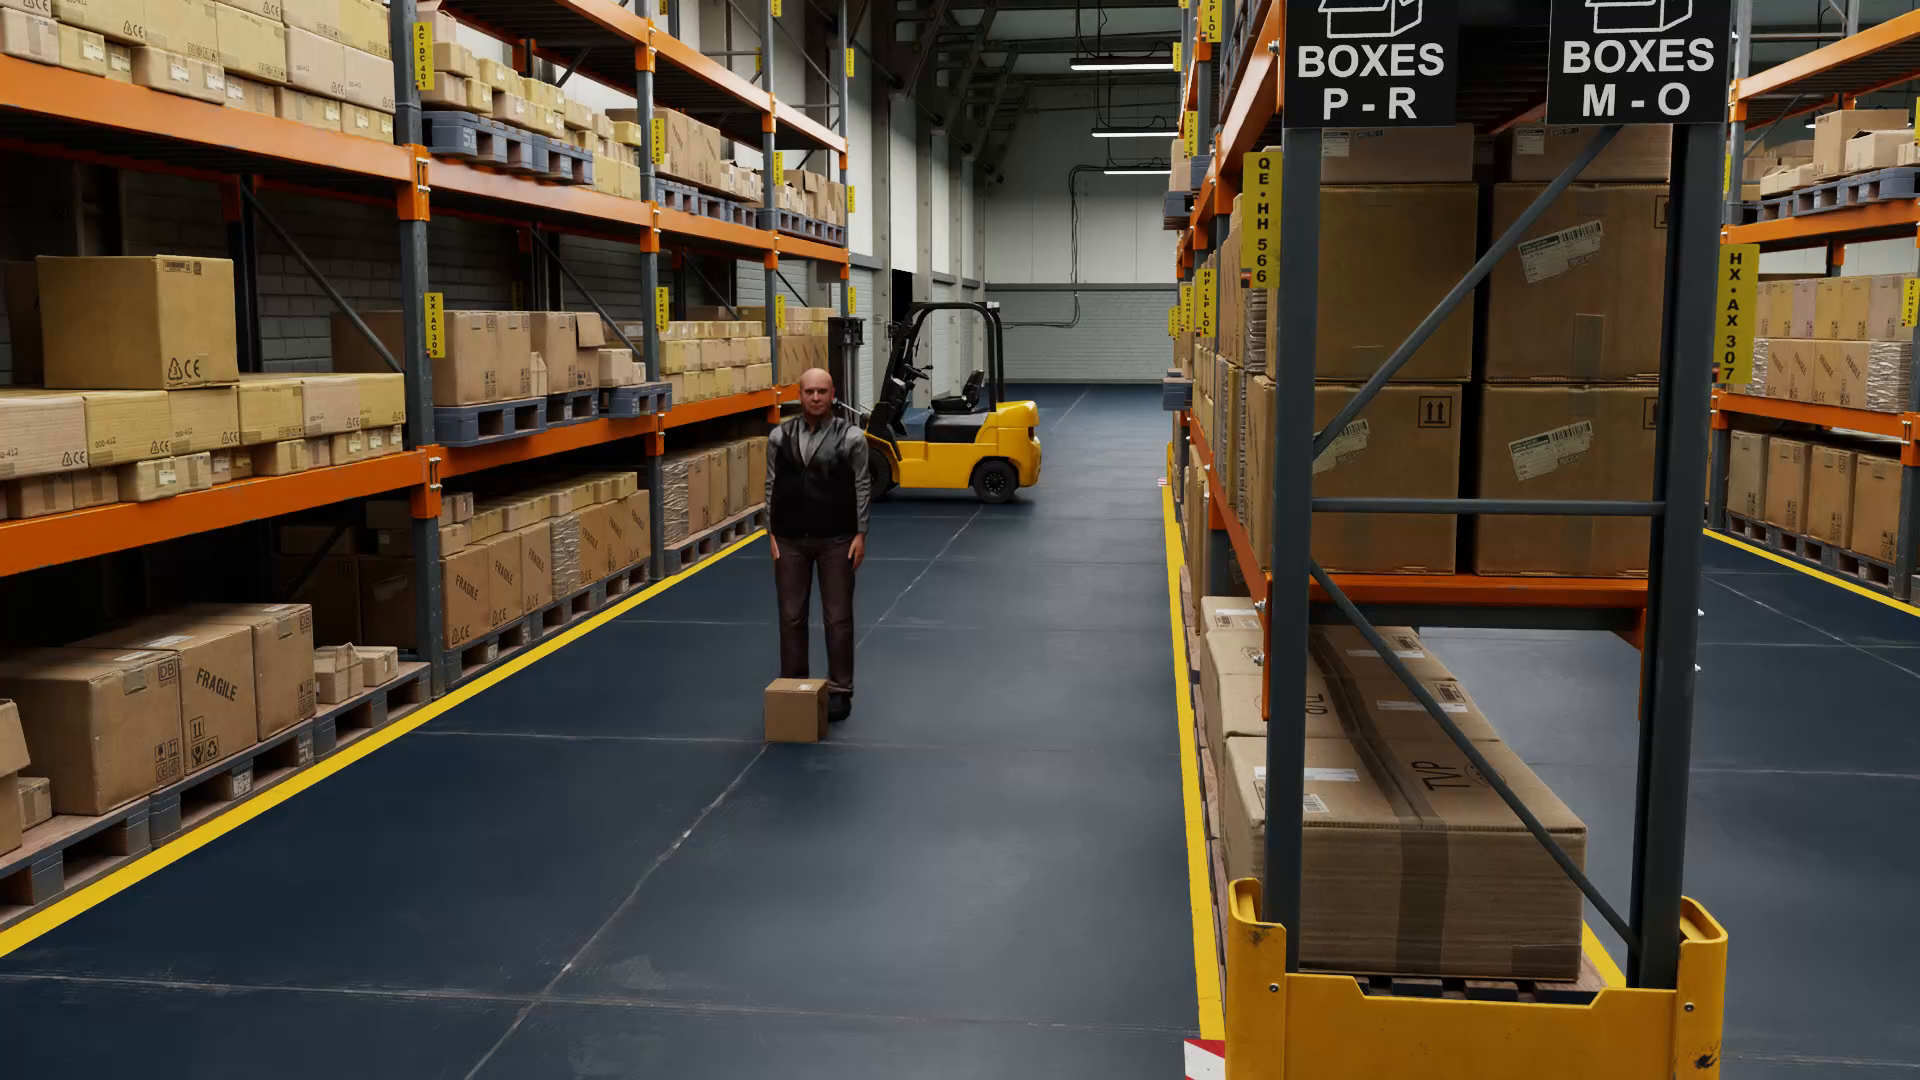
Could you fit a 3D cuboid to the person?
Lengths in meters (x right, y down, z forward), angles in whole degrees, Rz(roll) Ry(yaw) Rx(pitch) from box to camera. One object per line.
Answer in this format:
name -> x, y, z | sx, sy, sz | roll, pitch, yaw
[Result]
person -> -0.711, 0.015, 8.259 | 0.534, 1.724, 0.346 | 1, 8, 7
